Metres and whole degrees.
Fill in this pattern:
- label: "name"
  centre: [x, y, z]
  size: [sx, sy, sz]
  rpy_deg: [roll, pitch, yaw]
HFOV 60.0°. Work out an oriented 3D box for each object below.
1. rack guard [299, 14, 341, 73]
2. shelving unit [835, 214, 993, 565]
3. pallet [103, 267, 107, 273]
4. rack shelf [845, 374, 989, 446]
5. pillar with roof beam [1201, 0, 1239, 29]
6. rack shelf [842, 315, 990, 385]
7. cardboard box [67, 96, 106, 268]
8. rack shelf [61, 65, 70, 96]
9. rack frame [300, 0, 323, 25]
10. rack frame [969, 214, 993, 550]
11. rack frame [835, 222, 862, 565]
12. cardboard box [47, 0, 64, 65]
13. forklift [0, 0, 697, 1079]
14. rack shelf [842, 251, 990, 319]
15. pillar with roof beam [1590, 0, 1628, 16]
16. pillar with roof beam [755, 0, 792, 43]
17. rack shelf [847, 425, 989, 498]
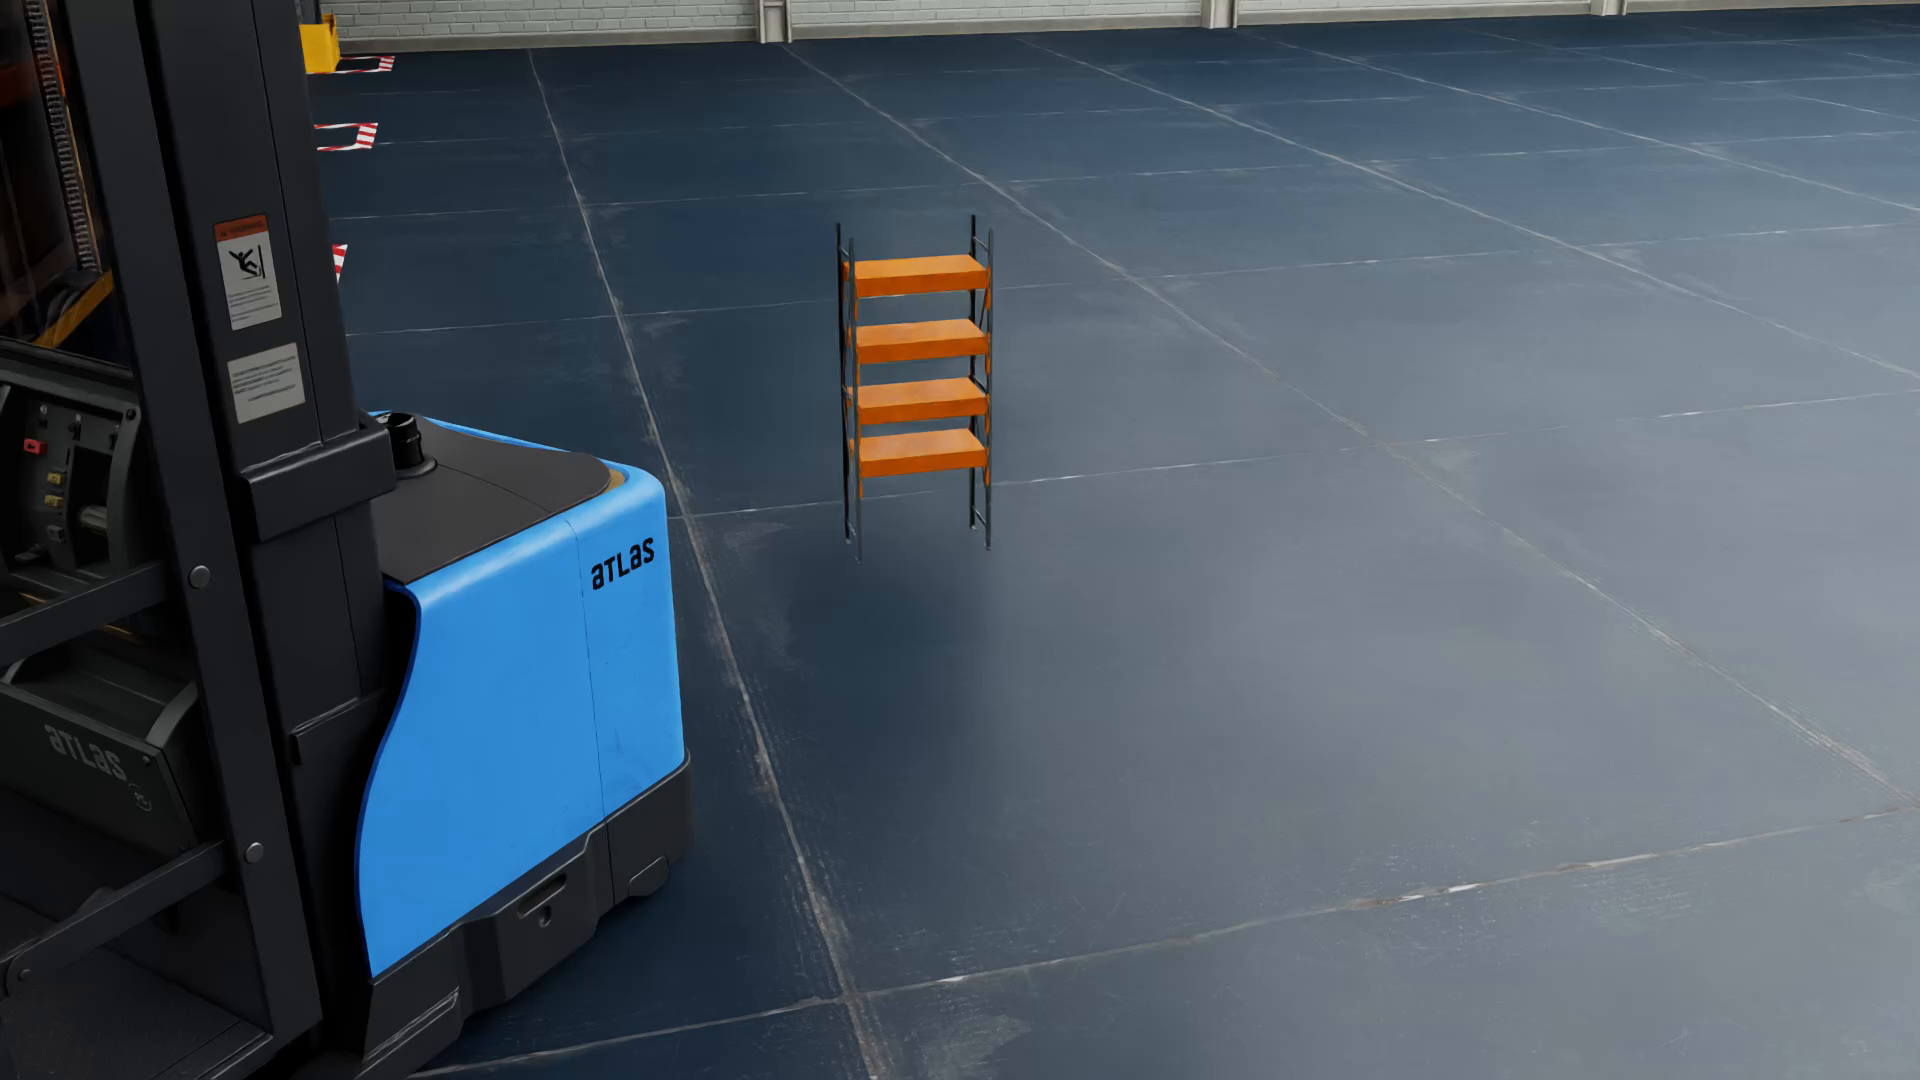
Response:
- label: "rack guard"
  centre: [-7.157, -5.549, 18.549]
  size: [0.348, 0.500, 1.175]
  rpy_deg: [-6, 24, -14]
- label: "shelving unit"
  centre: [-0.159, -0.534, 5.972]
  size: [0.503, 1.200, 0.258]
  rpy_deg: [-6, 24, -14]
- label: "pallet"
  centre: [-5.150, -1.546, 9.587]
  size: [1.213, 0.211, 1.003]
  rpy_deg: [-6, 24, -14]
- label: "rack shelf"
  centre: [-0.159, -0.472, 5.999]
  size: [0.480, 0.148, 0.258]
  rpy_deg: [-6, 24, -14]
- label: "pillar with roof beam"
  centre: [4.623, -9.364, 16.662]
  size: [0.400, 9.000, 9.100]
  rpy_deg: [-6, 24, -14]
- label: "rack shelf"
  centre: [-0.159, -0.677, 5.911]
  size: [0.480, 0.148, 0.258]
  rpy_deg: [-6, 24, -14]
- label: "cardboard box"
  centre: [-5.036, -2.062, 9.414]
  size: [0.875, 0.875, 0.875]
  rpy_deg: [-6, 24, -14]
- label: "rack shelf"
  centre: [-6.327, -2.399, 8.950]
  size: [4.000, 0.370, 1.077]
  rpy_deg: [-6, 24, -14]
- label: "rack frame"
  centre: [-7.180, -6.696, 18.050]
  size: [0.127, 3.000, 1.000]
  rpy_deg: [-6, 24, -14]
- label: "rack frame"
  centre: [0.076, -0.560, 6.033]
  size: [0.015, 1.200, 0.240]
  rpy_deg: [-6, 24, -14]
- label: "rack frame"
  centre: [-0.394, -0.508, 5.912]
  size: [0.015, 1.200, 0.240]
  rpy_deg: [-6, 24, -14]
- label: "cardboard box"
  centre: [-4.746, -2.955, 9.143]
  size: [0.550, 0.550, 0.875]
  rpy_deg: [-6, 24, -14]
- label: "forklift"
  centre: [-1.866, -0.119, 2.810]
  size: [1.130, 2.935, 3.031]
  rpy_deg: [13, 27, 28]
- label: "rack shelf"
  centre: [-0.159, -0.895, 5.817]
  size: [0.480, 0.148, 0.258]
  rpy_deg: [-6, 24, -14]
- label: "pillar with roof beam"
  centre: [10.400, -10.003, 18.151]
  size: [0.400, 9.000, 9.100]
  rpy_deg: [-6, 24, -14]
- label: "pillar with roof beam"
  centre: [-1.154, -8.725, 15.172]
  size: [0.400, 9.000, 9.100]
  rpy_deg: [-6, 24, -14]
- label: "rack shelf"
  centre: [-0.159, -0.289, 6.077]
  size: [0.480, 0.148, 0.258]
  rpy_deg: [-6, 24, -14]
